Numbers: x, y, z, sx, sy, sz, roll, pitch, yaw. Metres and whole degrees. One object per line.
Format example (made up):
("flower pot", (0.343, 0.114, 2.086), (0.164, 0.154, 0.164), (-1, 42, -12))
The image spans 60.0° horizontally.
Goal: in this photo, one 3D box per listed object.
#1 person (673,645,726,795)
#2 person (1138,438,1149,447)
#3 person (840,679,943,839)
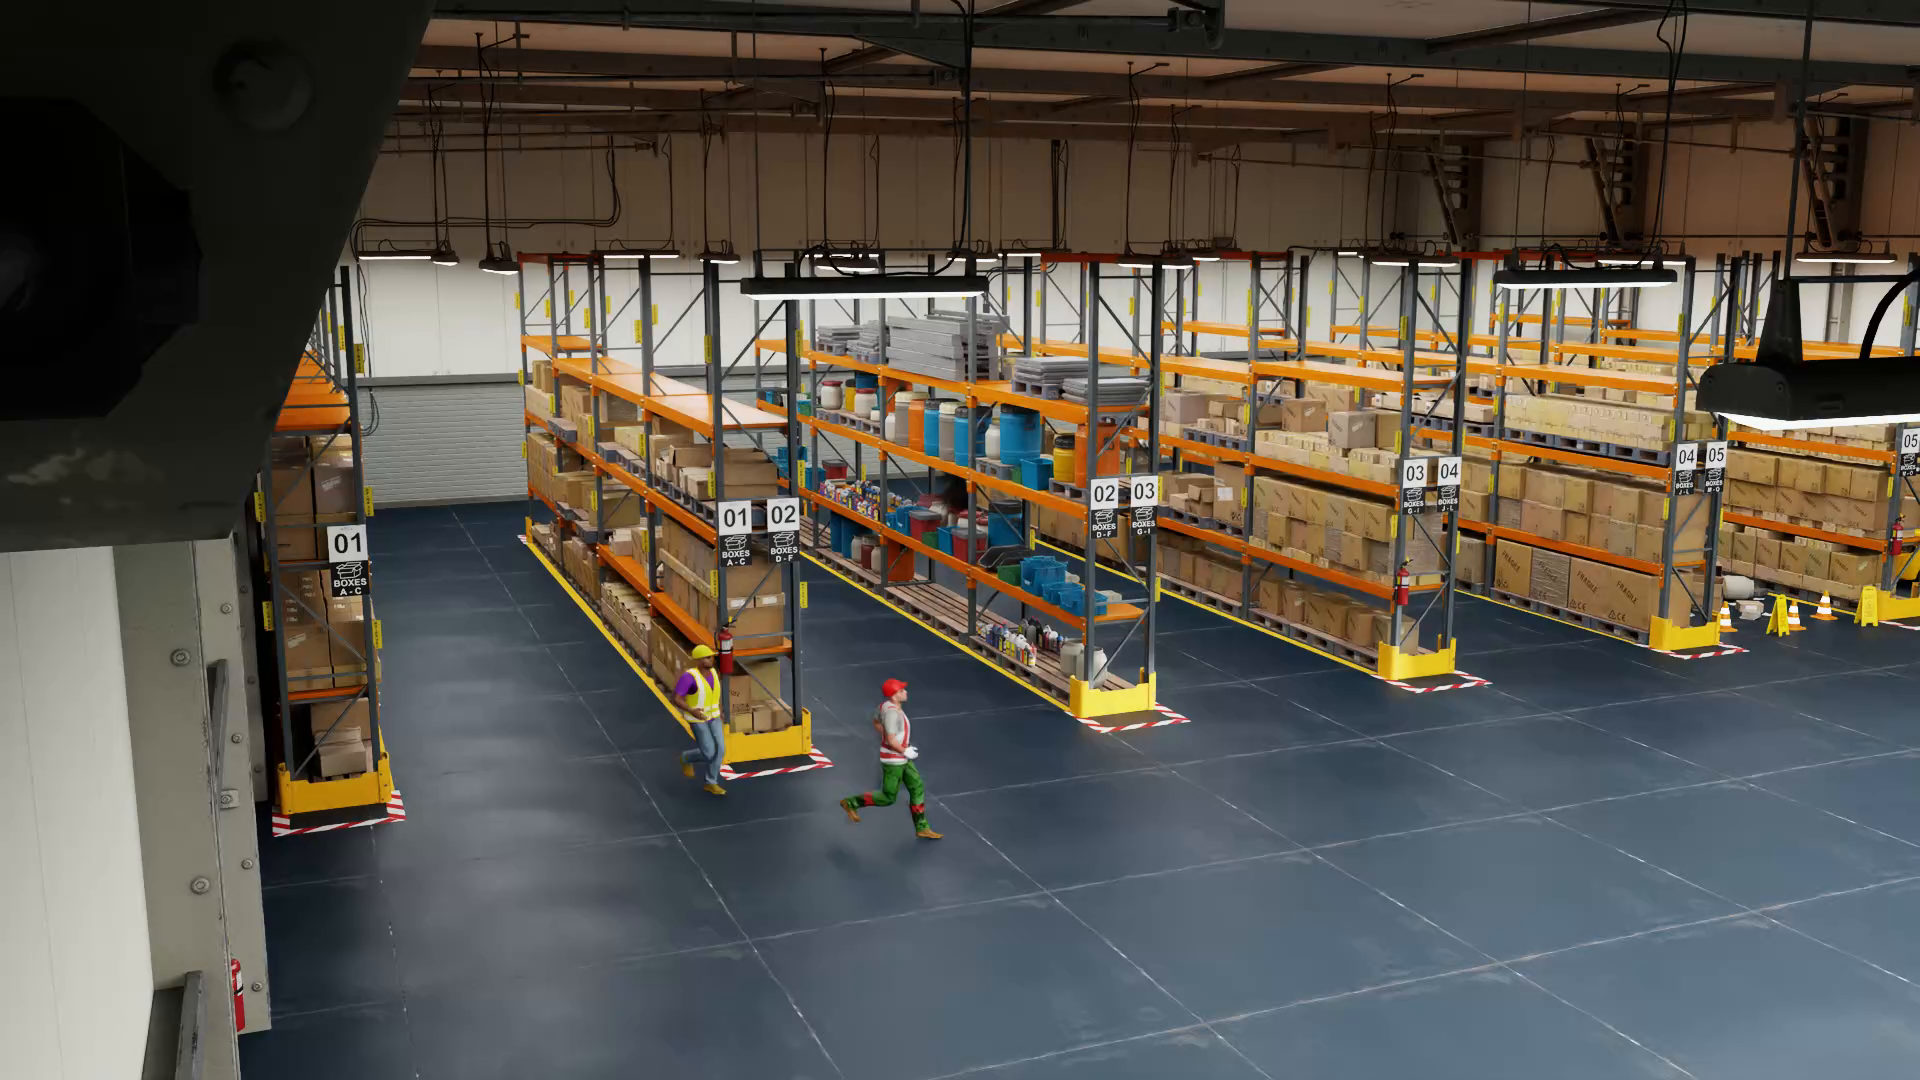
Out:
("person", (-2.952, 2.050, 19.100), (0.605, 1.738, 0.738), (8, 13, 36))
("person", (4.642, -2.037, 41.599), (0.764, 1.785, 0.725), (-3, 11, -15))
("person", (-0.722, 2.328, 17.539), (1.087, 1.771, 0.631), (0, 10, 3))
